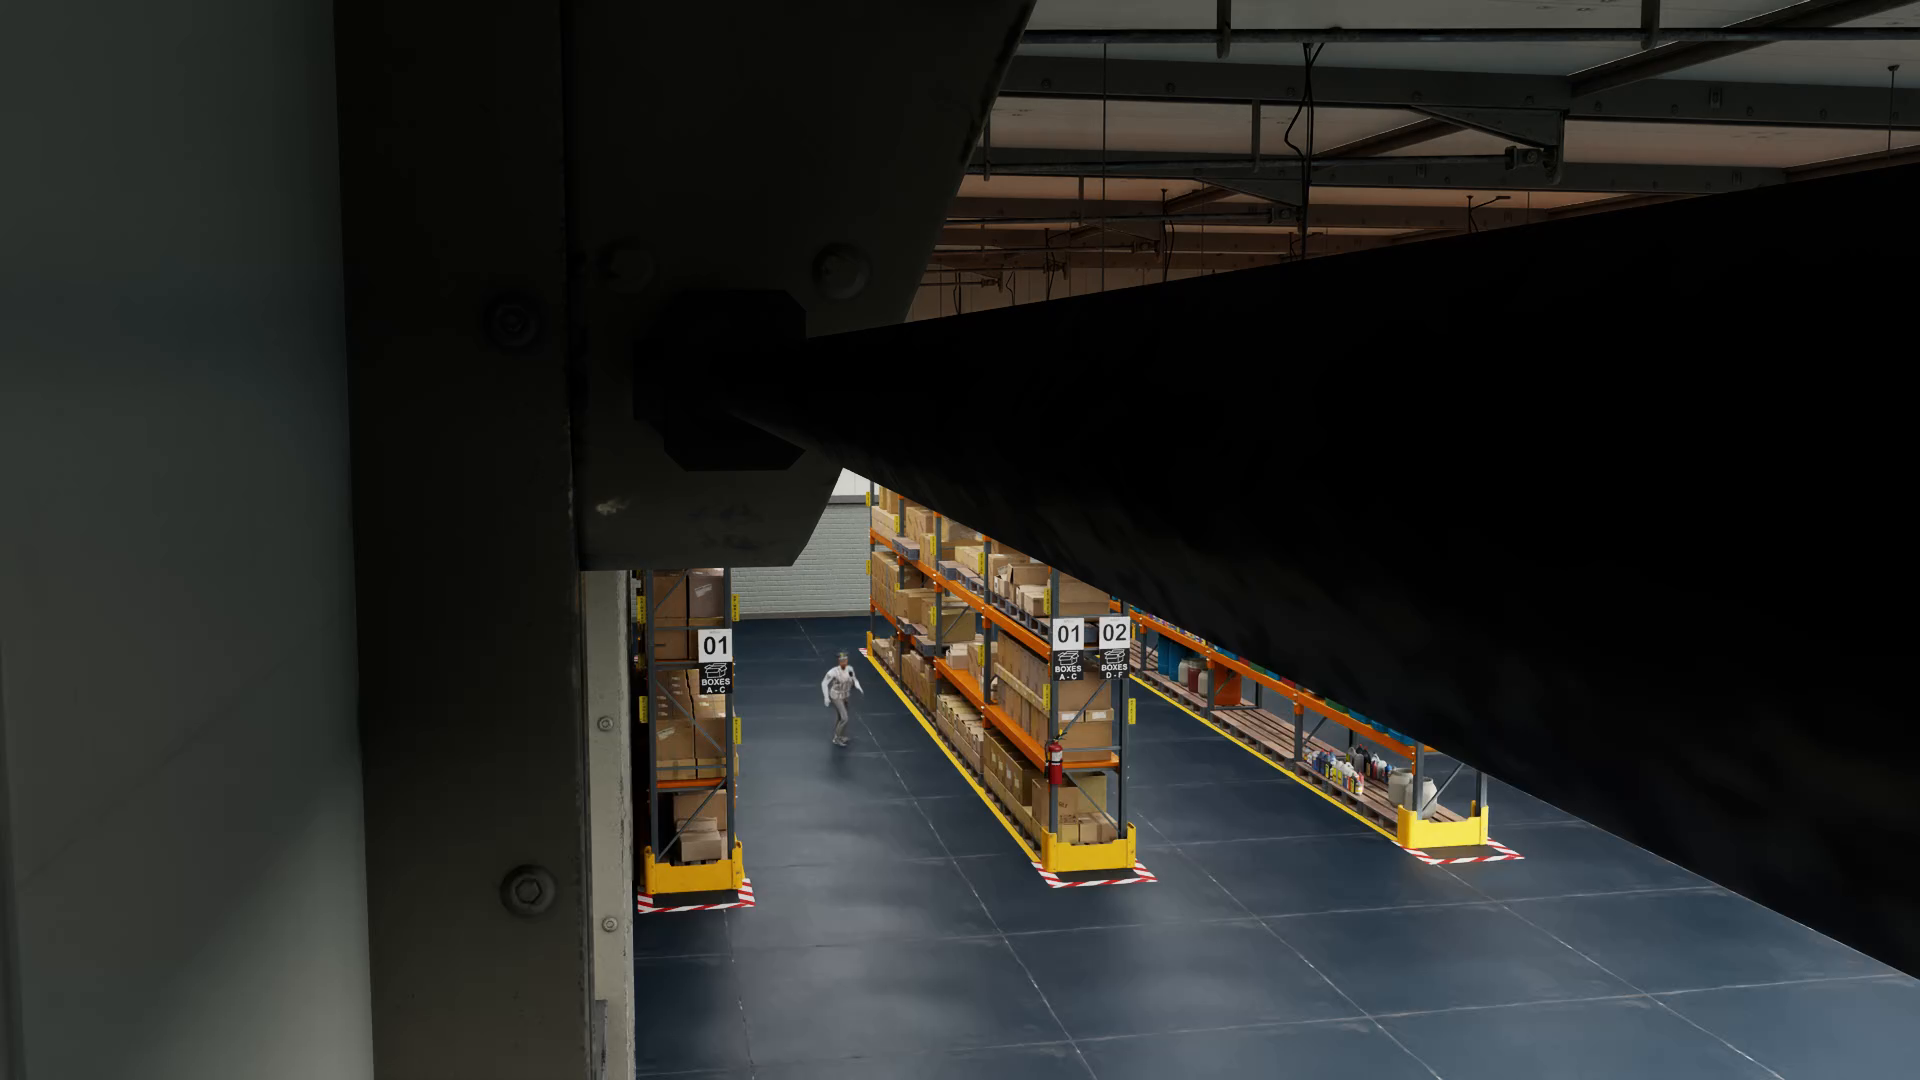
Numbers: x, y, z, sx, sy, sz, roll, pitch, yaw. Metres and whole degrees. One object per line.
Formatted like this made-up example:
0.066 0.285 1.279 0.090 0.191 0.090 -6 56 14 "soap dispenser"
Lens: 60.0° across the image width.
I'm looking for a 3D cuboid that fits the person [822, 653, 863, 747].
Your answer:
-1.946 2.663 27.802 0.777 1.643 0.605 4 7 35 "person"
